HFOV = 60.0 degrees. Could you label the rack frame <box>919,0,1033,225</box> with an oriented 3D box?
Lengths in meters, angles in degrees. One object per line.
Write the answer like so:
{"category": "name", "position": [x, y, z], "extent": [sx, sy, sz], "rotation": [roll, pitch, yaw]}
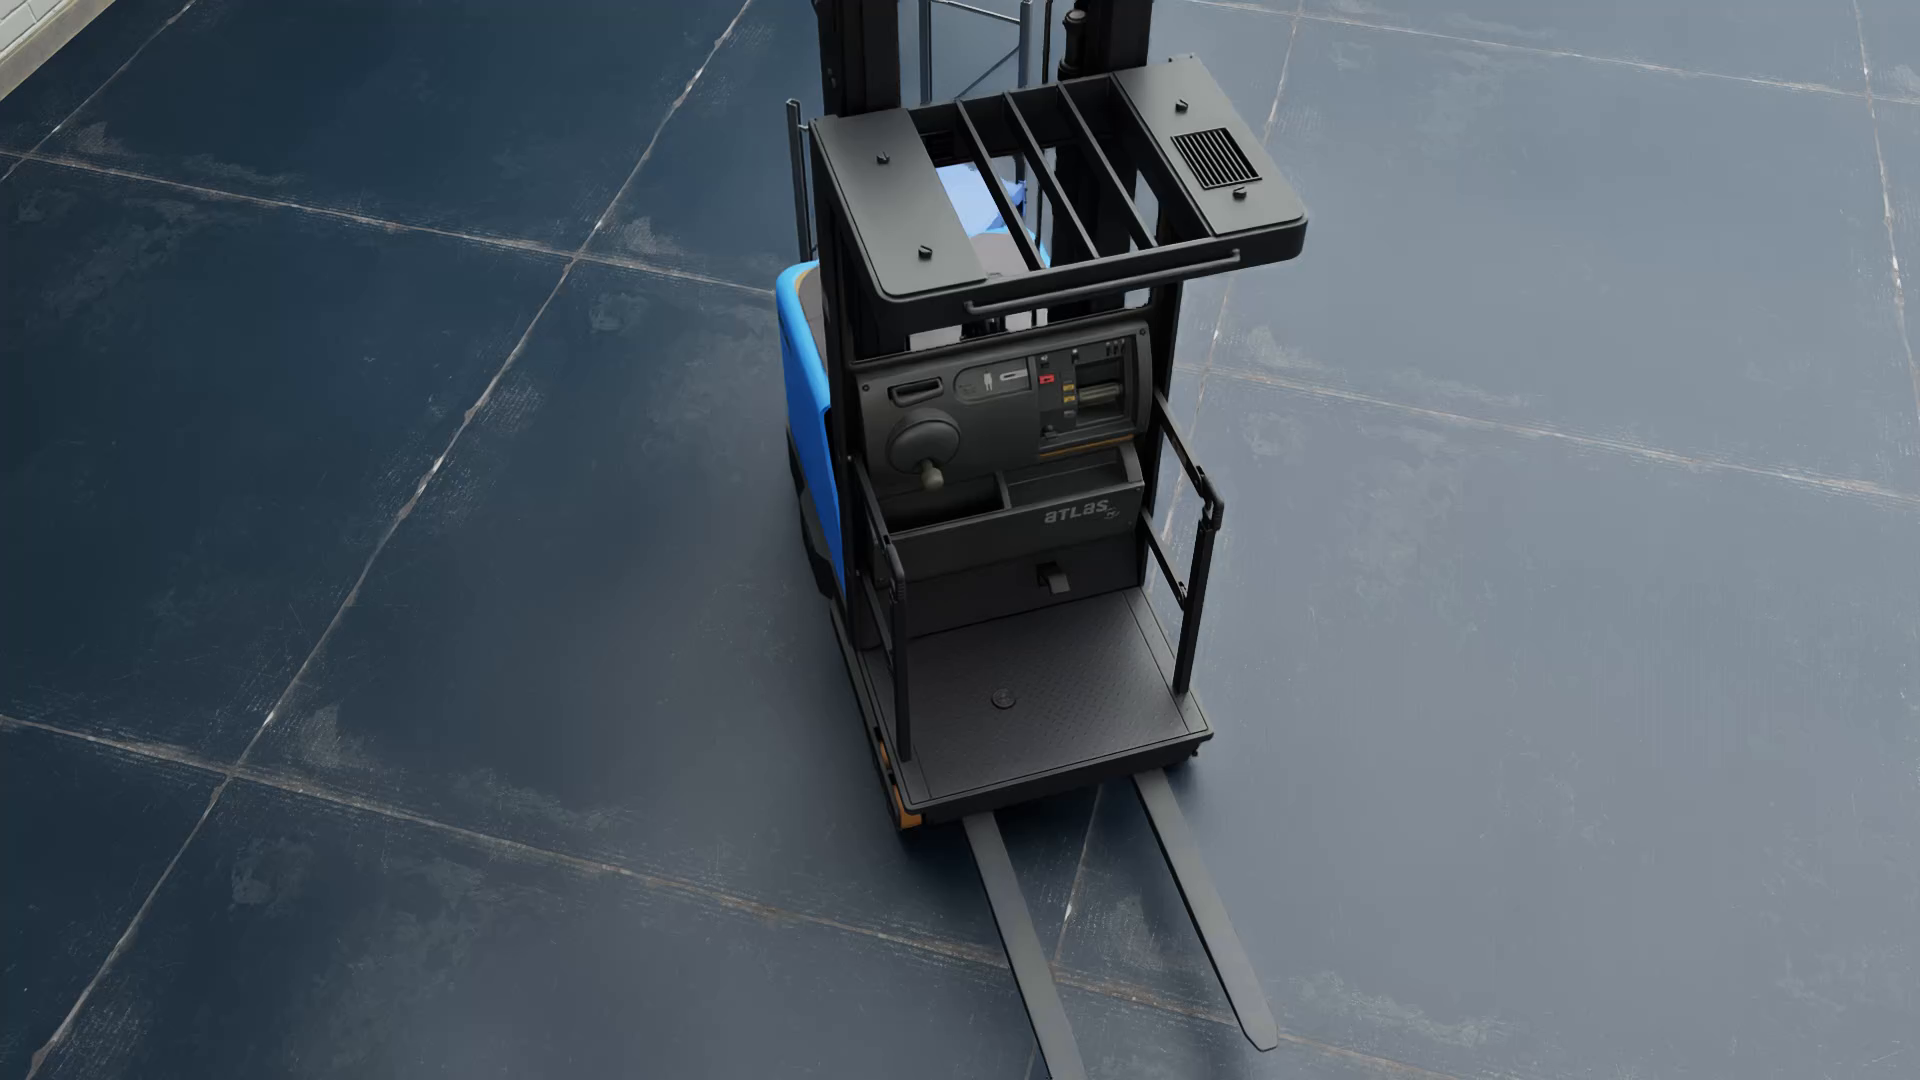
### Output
{"category": "rack frame", "position": [0.060, -1.704, 7.172], "extent": [0.500, 1.500, 0.032], "rotation": [21, 52, 18]}

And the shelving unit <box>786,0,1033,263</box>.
{"category": "shelving unit", "position": [-0.174, -1.366, 6.874], "extent": [0.538, 1.500, 1.048], "rotation": [21, 52, 18]}

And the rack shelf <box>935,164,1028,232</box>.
{"category": "rack shelf", "position": [-0.174, -1.247, 7.009], "extent": [0.538, 0.185, 1.000], "rotation": [21, 52, 18]}

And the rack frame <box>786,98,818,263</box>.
{"category": "rack frame", "position": [-0.409, -1.028, 6.575], "extent": [0.500, 1.500, 0.032], "rotation": [21, 52, 18]}

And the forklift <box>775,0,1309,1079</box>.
{"category": "forklift", "position": [0.211, -0.309, 4.987], "extent": [1.130, 2.935, 3.031], "rotation": [-13, 50, -11]}
